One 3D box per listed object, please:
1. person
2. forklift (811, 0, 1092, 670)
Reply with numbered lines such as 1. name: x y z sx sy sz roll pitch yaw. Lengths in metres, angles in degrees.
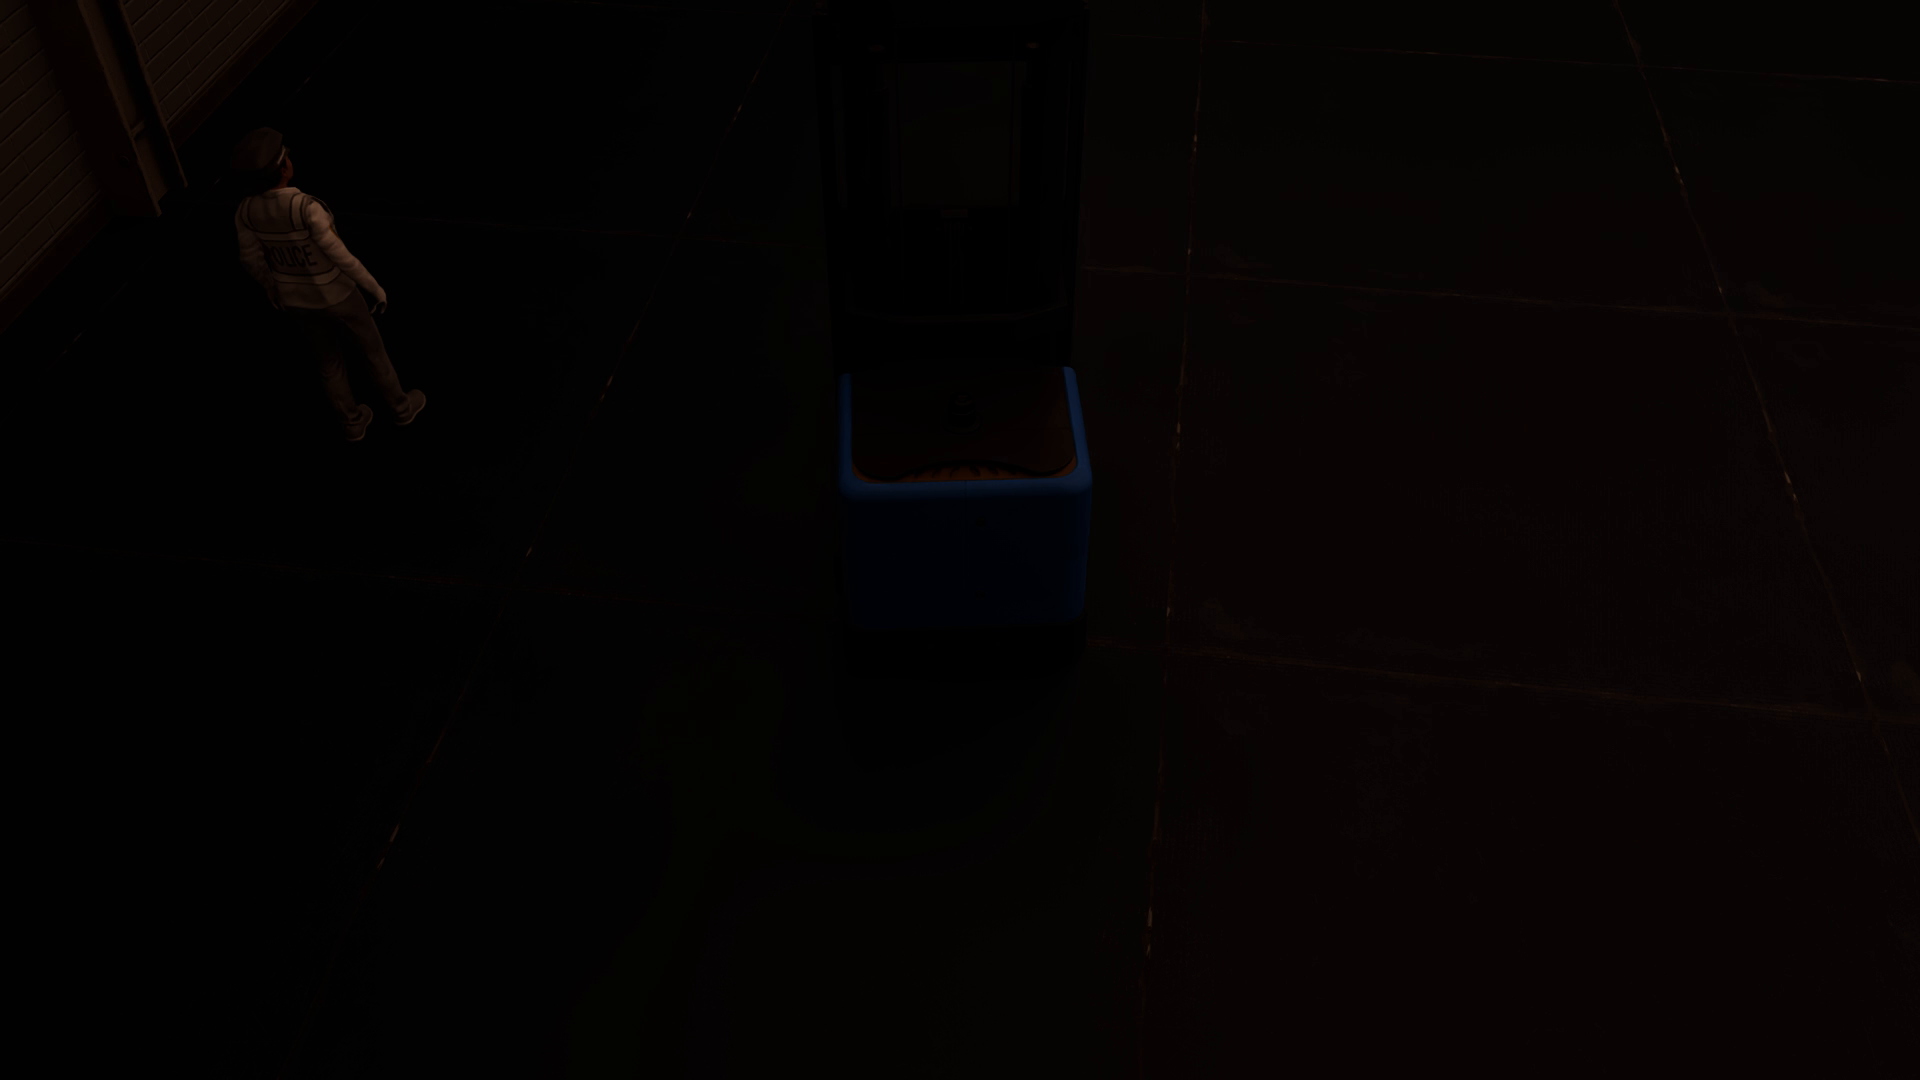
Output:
1. person: -3.041 -1.225 7.977 0.619 1.691 0.487 4 43 4
2. forklift: -0.050 -1.501 7.358 1.130 2.935 3.031 -2 43 -2
